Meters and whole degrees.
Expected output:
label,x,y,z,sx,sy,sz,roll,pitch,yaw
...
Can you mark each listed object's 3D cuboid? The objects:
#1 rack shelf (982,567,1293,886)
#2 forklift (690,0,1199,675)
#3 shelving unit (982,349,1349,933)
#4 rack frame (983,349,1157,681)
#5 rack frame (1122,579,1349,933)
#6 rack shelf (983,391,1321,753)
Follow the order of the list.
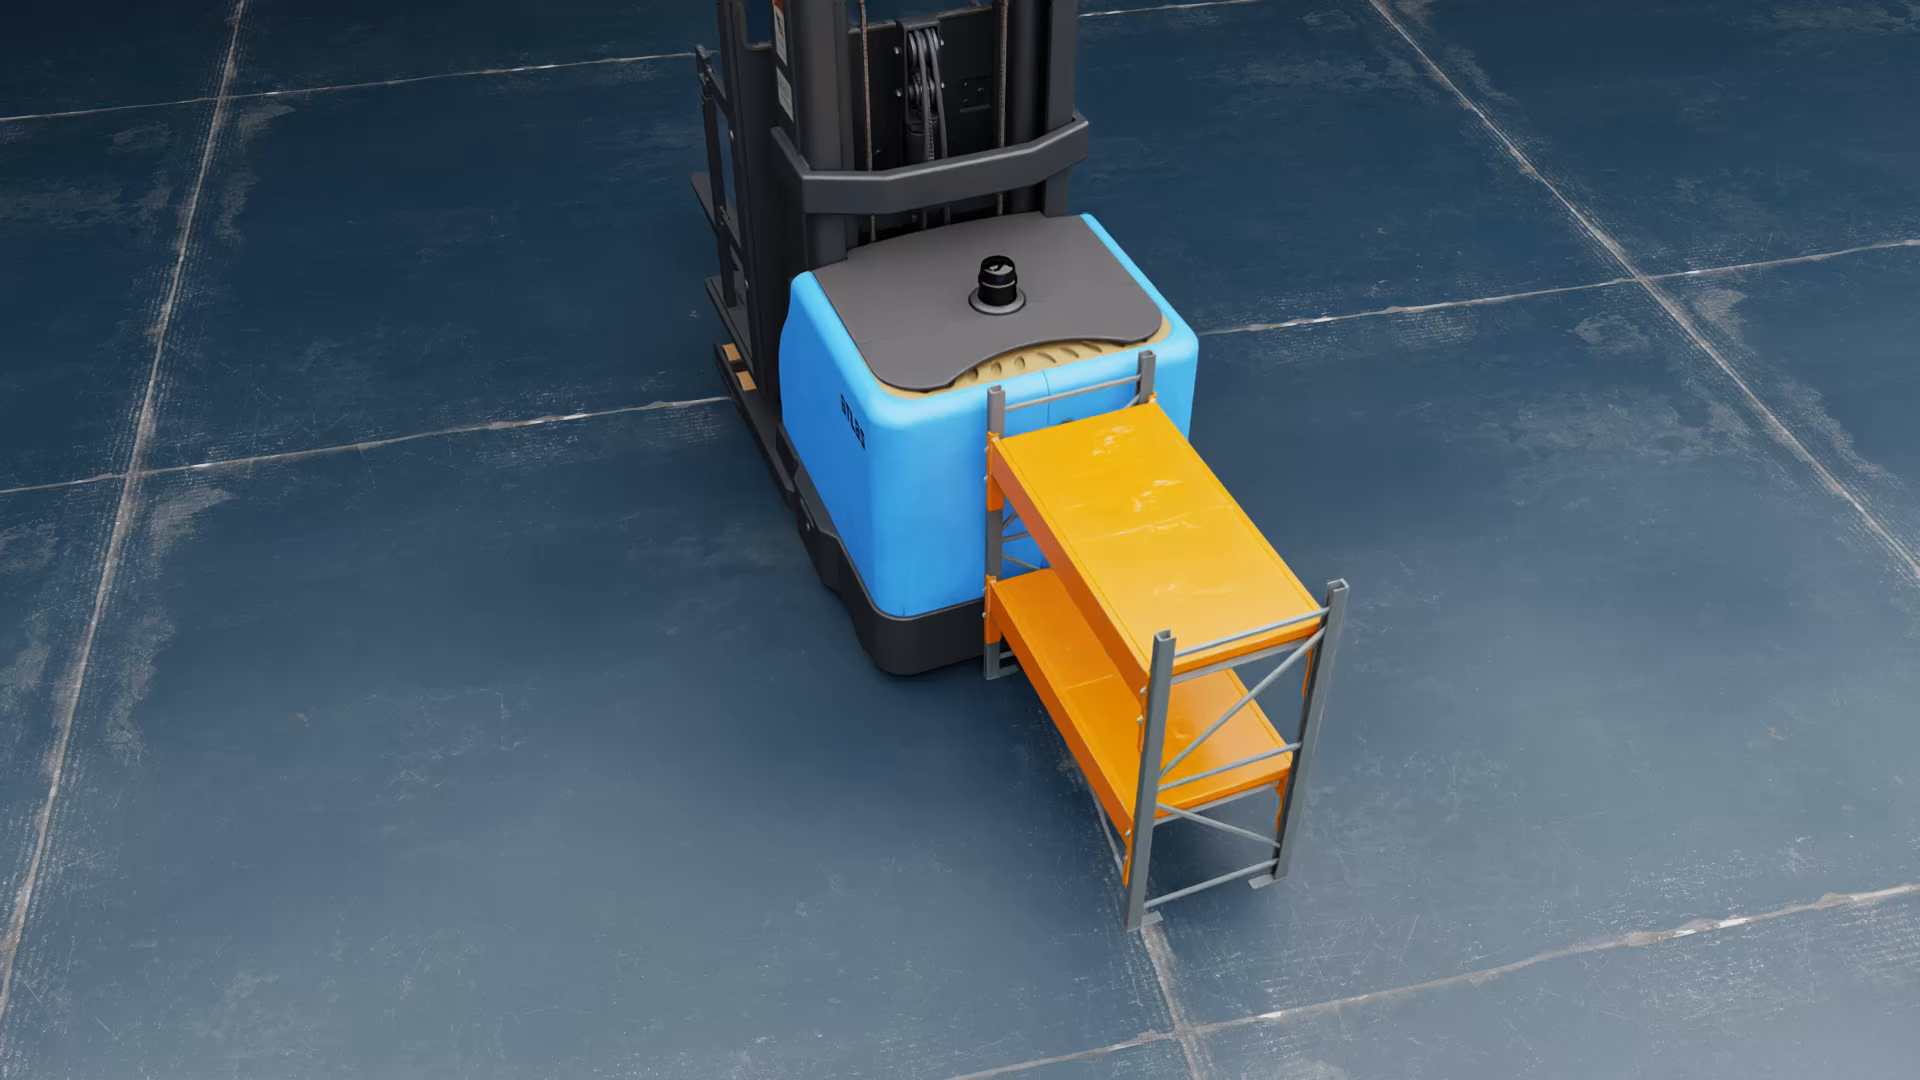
label,x,y,z,sx,sy,sz,roll,pitch,yaw
rack shelf,0.497,0.451,4.762,0.538,0.278,1.000,-15,44,-16
forklift,-0.299,-1.664,5.417,1.130,2.935,3.031,-15,44,-16
shelving unit,0.497,0.269,4.600,0.538,1.125,1.048,-15,44,-16
rack frame,0.311,-0.045,4.954,0.500,1.125,0.032,-15,44,-16
rack frame,0.683,0.583,4.246,0.500,1.125,0.032,-15,44,-16
rack shelf,0.497,0.050,4.406,0.538,0.278,1.000,-15,44,-16
